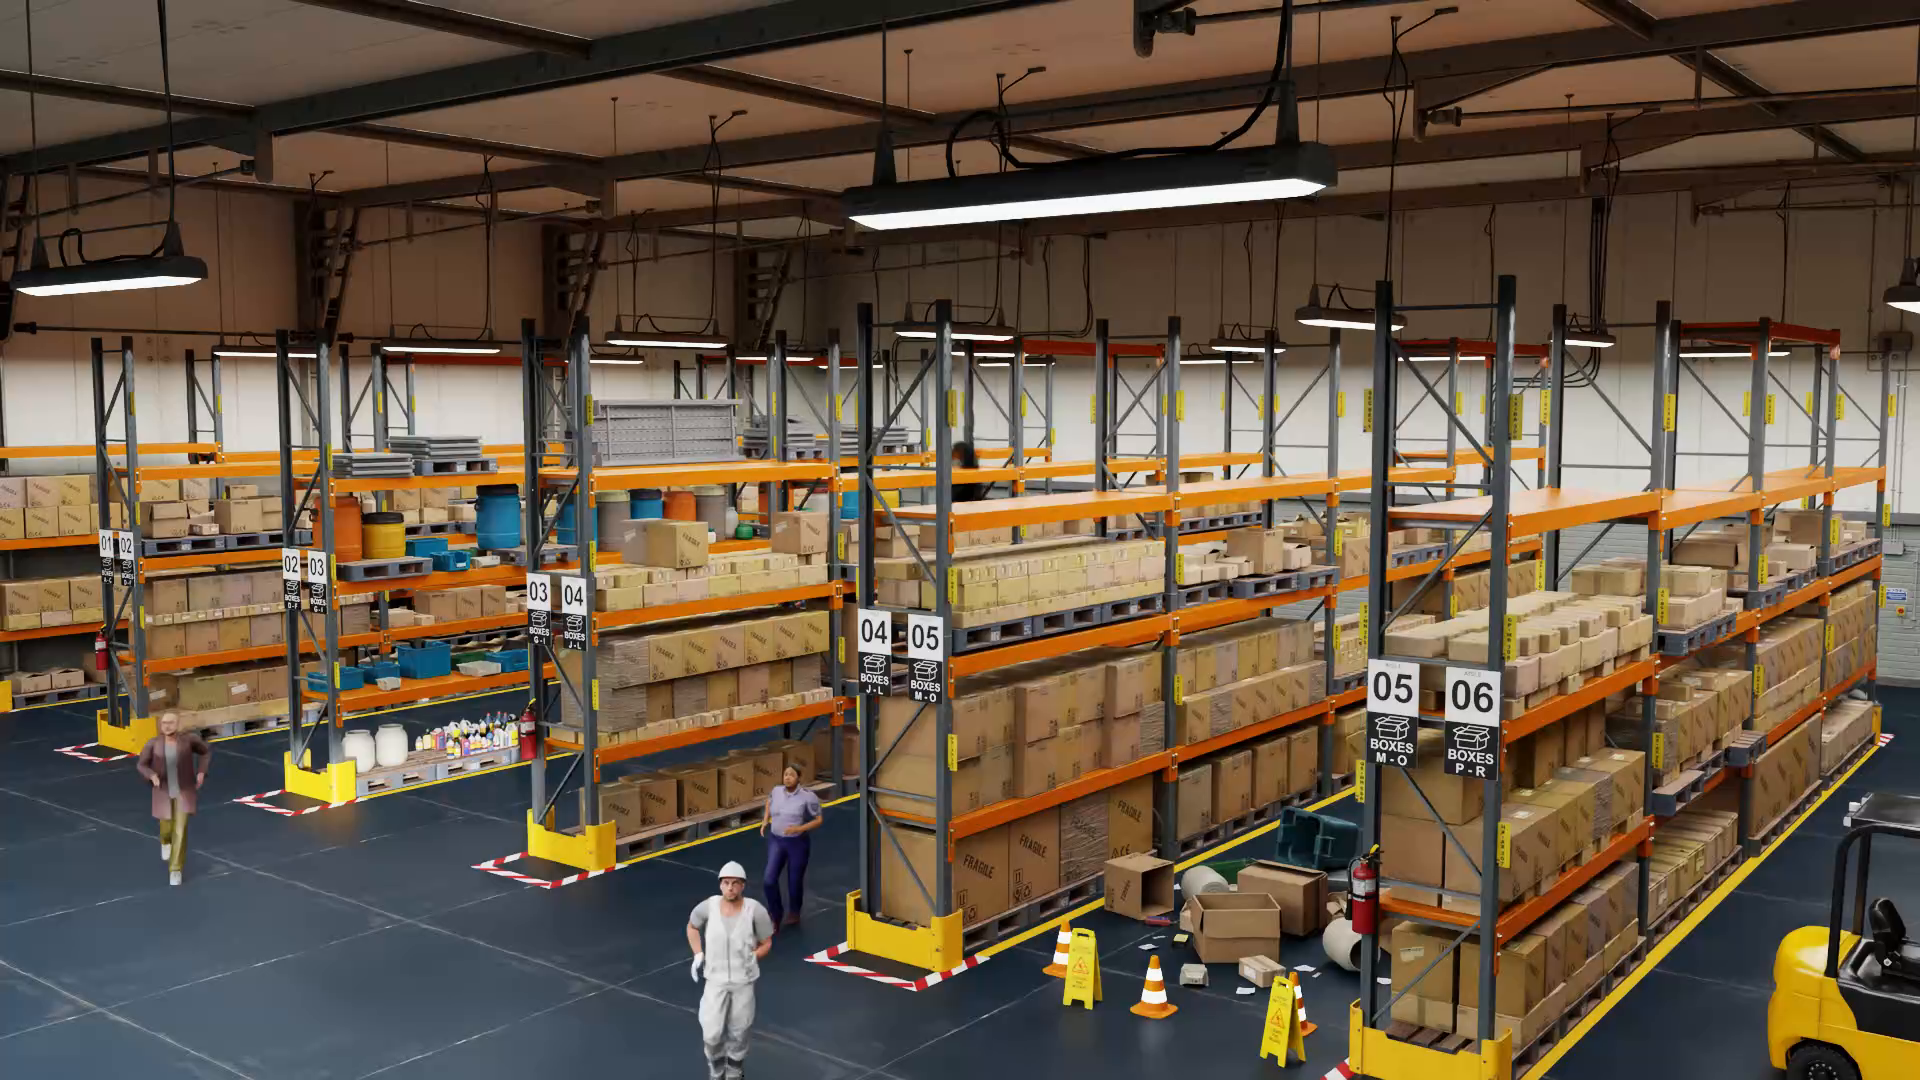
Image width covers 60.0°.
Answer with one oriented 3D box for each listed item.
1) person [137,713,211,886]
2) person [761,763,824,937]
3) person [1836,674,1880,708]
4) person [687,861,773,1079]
[{"bbox_3d":[-8.451,2.735,17.910,0.718,1.776,1.001,-2,5,-18],"label":"person"},{"bbox_3d":[-1.612,2.980,15.972,0.634,1.700,0.616,1,5,13],"label":"person"},{"bbox_3d":[13.962,2.046,26.075,0.719,1.711,0.686,-3,6,-27],"label":"person"},{"bbox_3d":[-1.679,3.227,12.110,0.633,1.776,0.678,0,5,-6],"label":"person"}]
